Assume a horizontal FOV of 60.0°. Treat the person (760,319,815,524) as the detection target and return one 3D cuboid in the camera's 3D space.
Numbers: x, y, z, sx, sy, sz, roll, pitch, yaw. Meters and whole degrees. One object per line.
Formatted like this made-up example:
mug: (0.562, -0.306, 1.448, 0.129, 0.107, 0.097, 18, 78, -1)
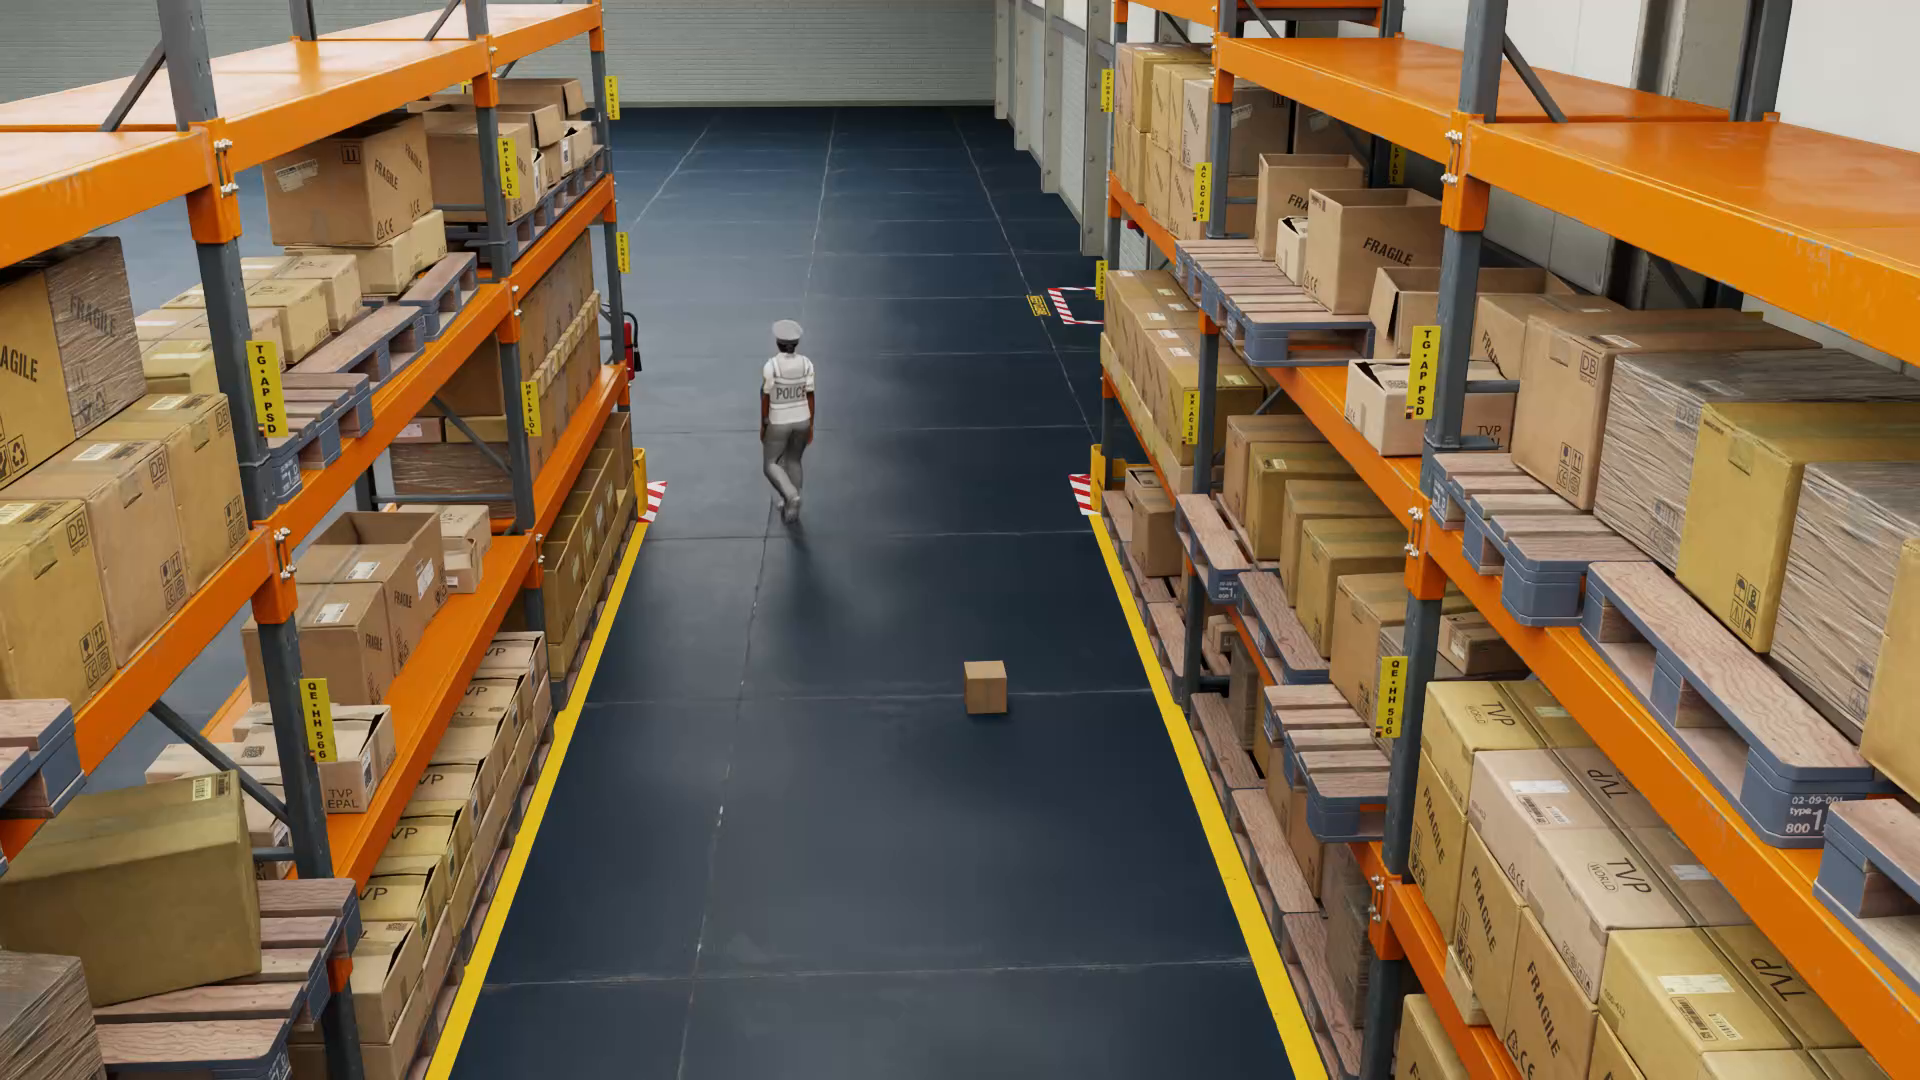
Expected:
person: (-1.390, -0.951, 13.516, 0.449, 1.671, 0.687, -11, 23, -27)
